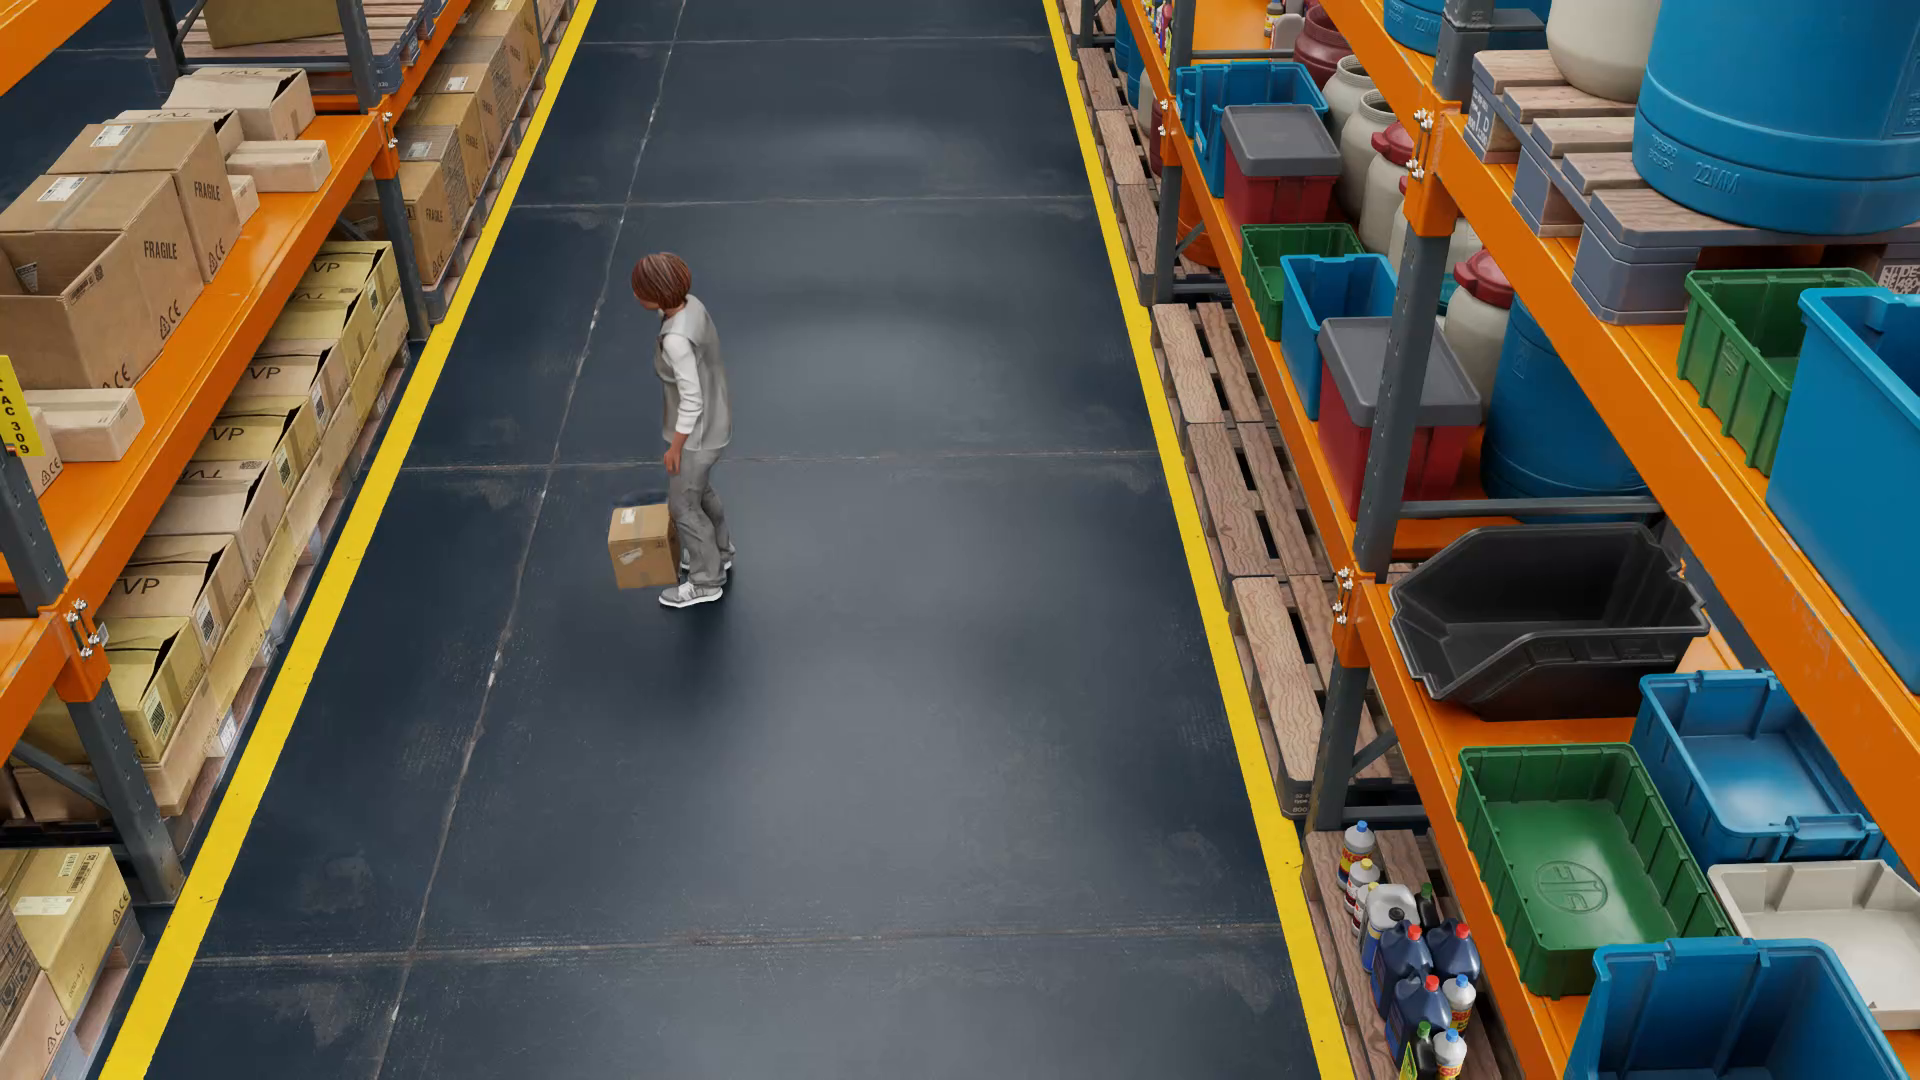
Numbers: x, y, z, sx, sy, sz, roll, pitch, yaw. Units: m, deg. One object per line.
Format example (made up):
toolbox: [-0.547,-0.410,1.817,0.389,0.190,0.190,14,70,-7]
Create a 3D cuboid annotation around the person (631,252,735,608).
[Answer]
person: [-1.111,-0.438,6.773,0.374,1.583,0.458,-3,36,-4]
